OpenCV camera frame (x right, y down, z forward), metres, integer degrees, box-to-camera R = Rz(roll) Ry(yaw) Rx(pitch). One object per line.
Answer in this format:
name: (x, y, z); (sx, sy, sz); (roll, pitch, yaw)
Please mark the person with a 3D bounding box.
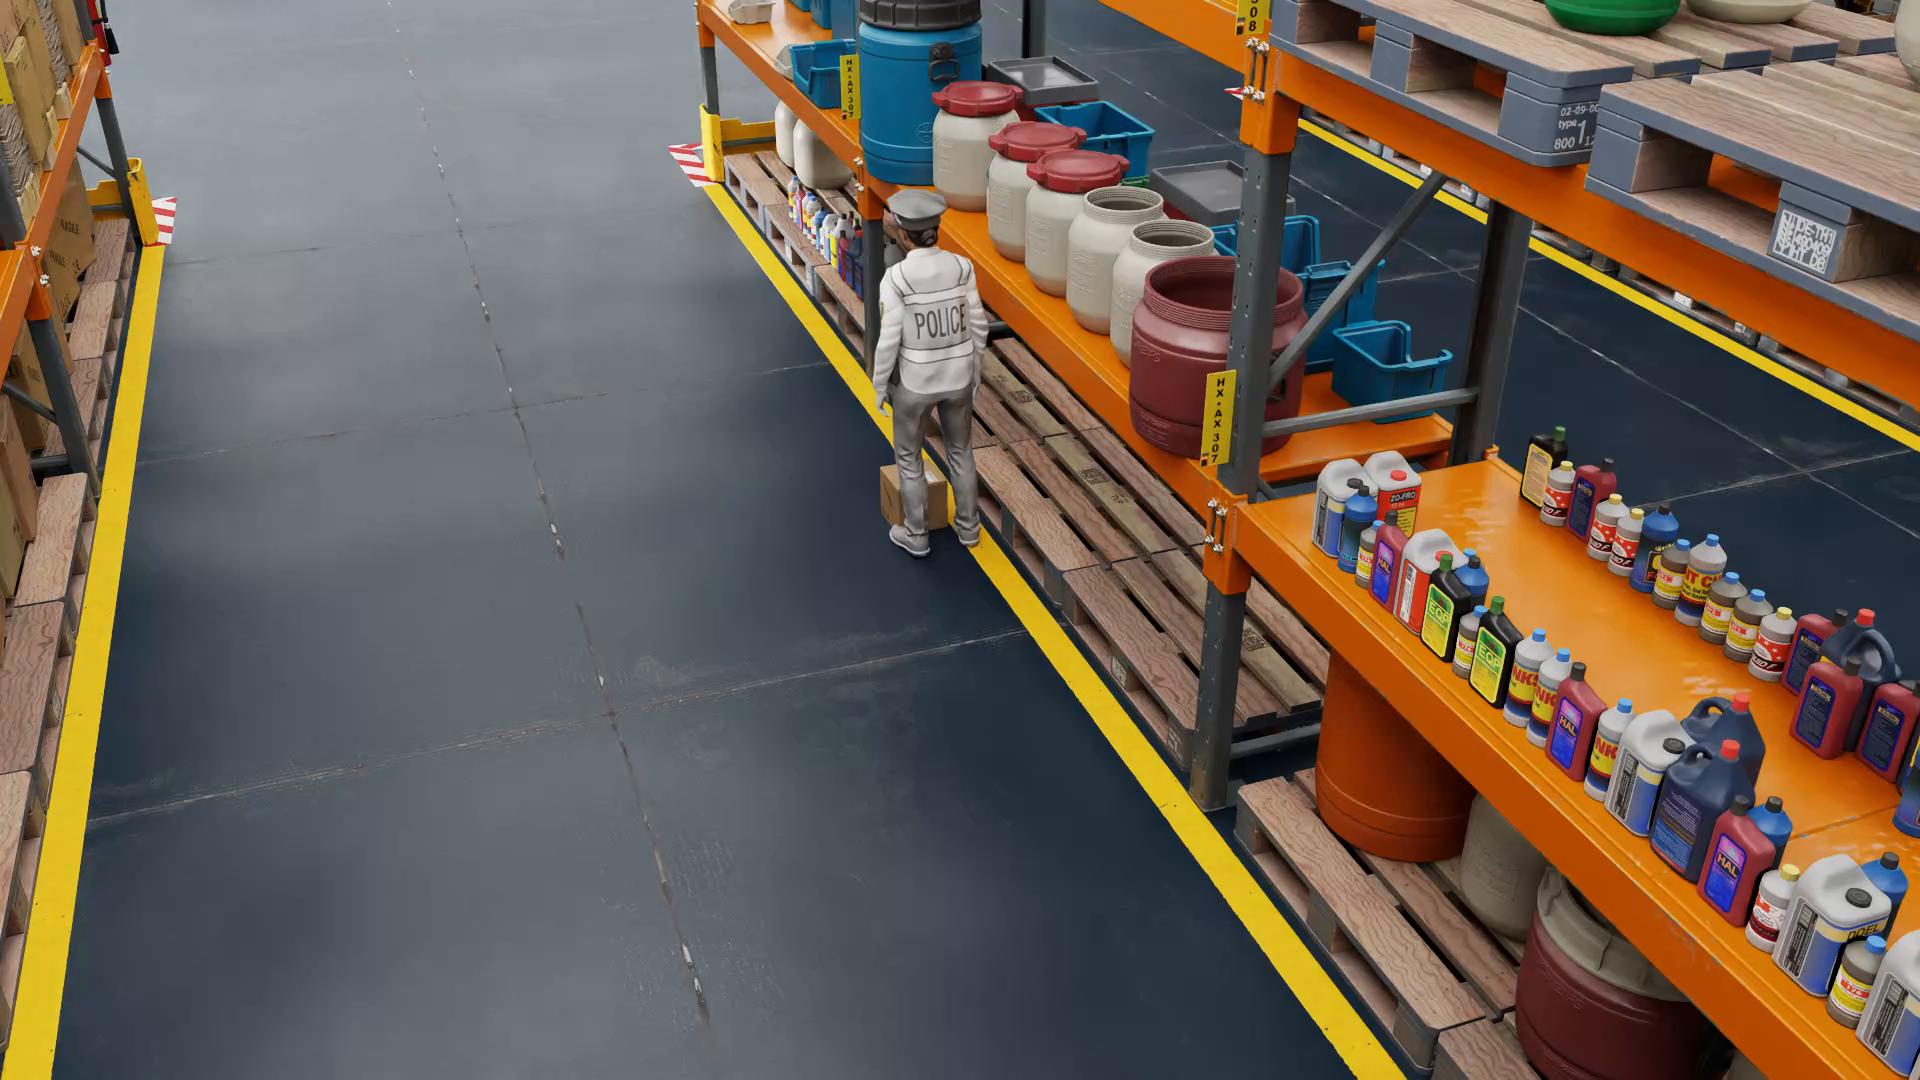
person: (-0.132, -0.701, 7.340); (0.541, 1.661, 0.375); (-12, 32, -21)
